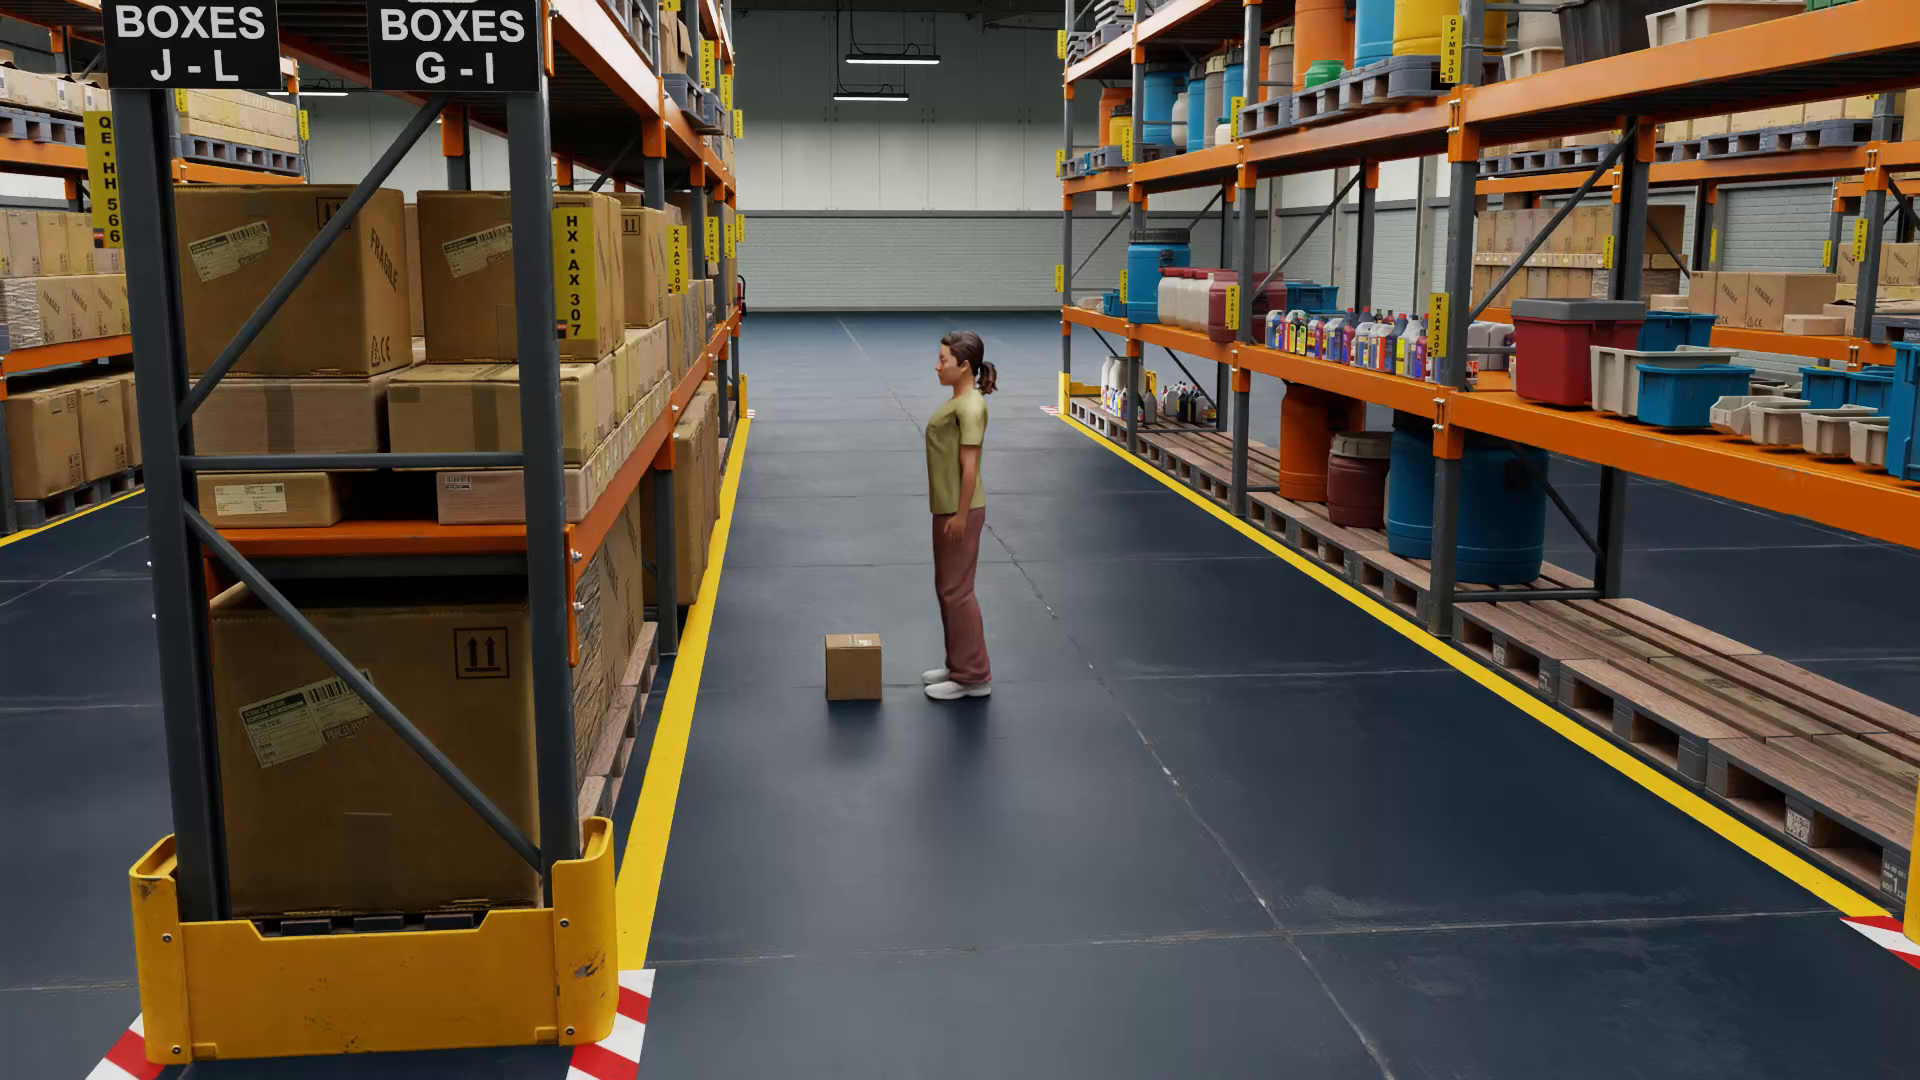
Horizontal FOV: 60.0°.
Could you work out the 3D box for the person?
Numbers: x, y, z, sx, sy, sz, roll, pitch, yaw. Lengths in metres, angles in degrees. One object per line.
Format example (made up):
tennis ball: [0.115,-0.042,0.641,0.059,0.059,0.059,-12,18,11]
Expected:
person: [0.004,-0.118,7.596,0.354,1.670,0.441,-1,10,-5]
